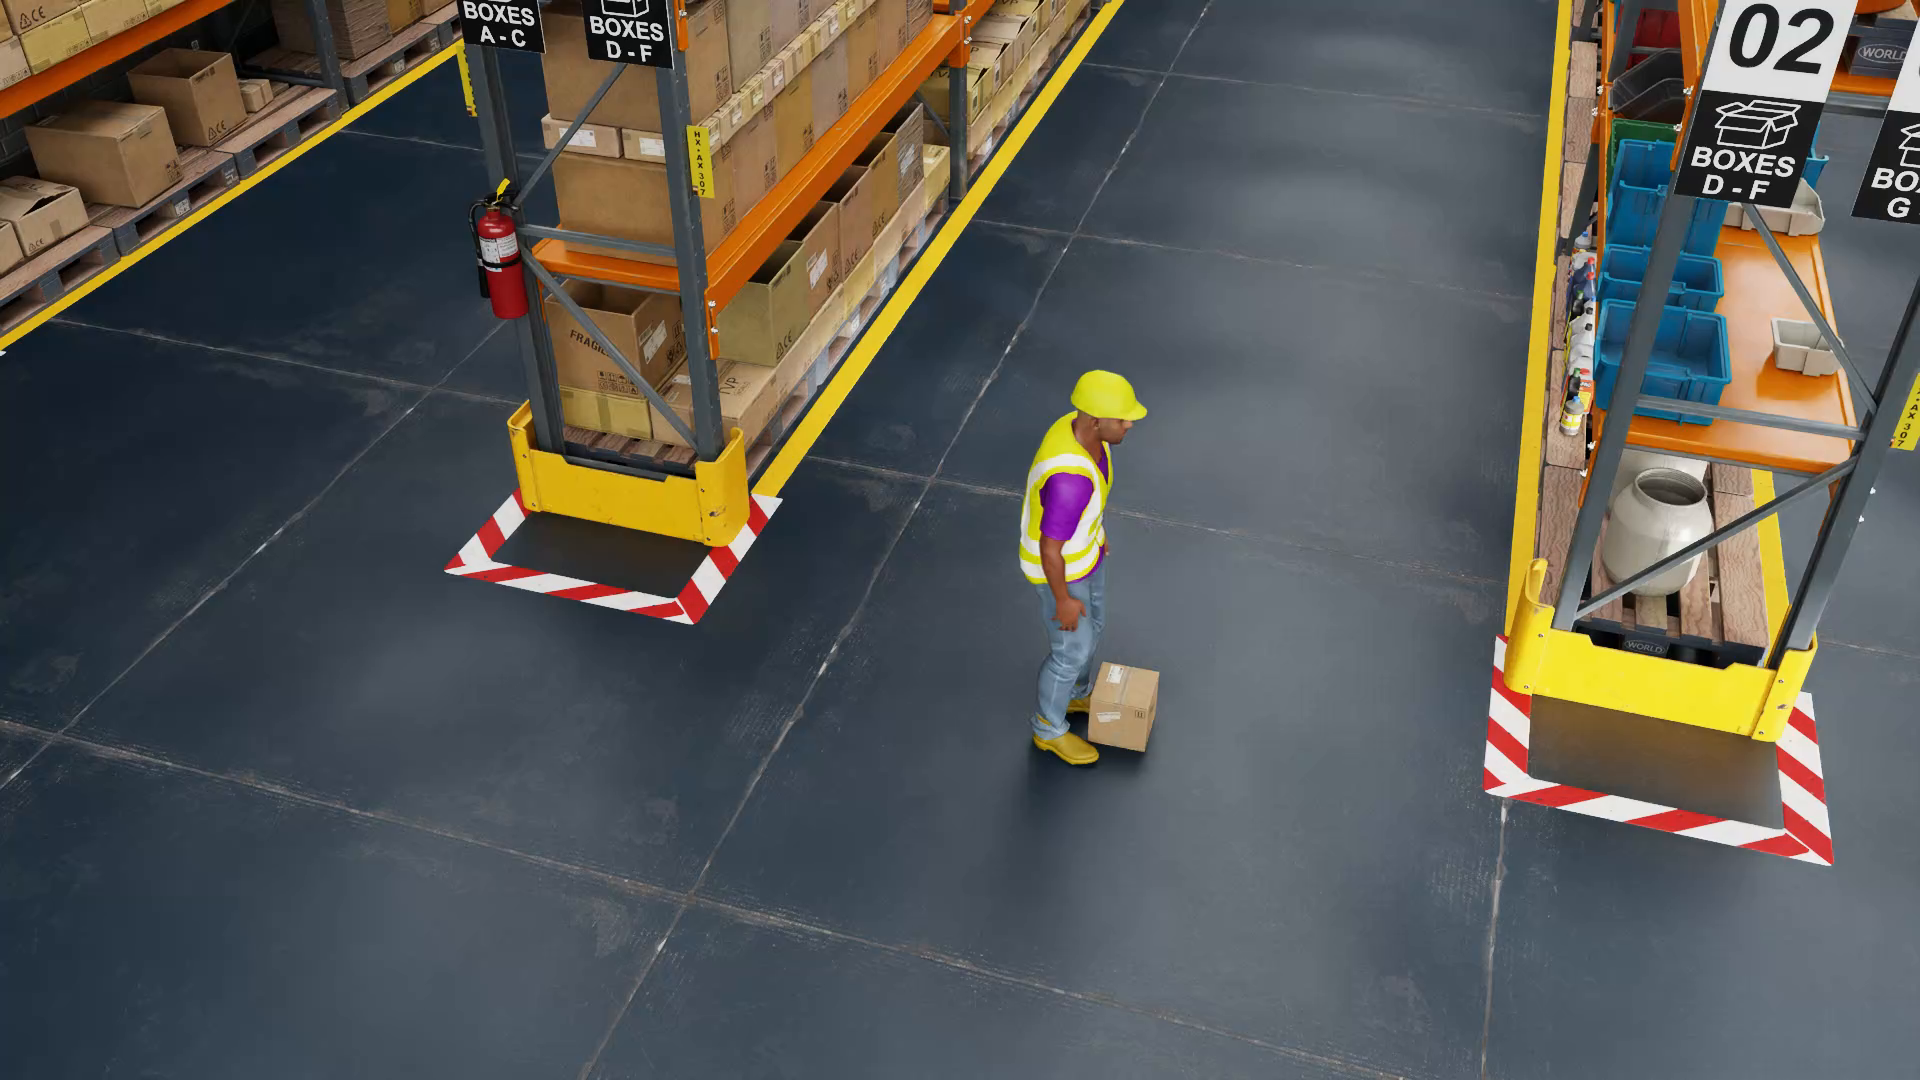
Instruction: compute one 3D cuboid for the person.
[{"bbox_3d":[0.477,0.084,6.764,0.458,1.760,0.626,9,38,12],"label":"person"}]
